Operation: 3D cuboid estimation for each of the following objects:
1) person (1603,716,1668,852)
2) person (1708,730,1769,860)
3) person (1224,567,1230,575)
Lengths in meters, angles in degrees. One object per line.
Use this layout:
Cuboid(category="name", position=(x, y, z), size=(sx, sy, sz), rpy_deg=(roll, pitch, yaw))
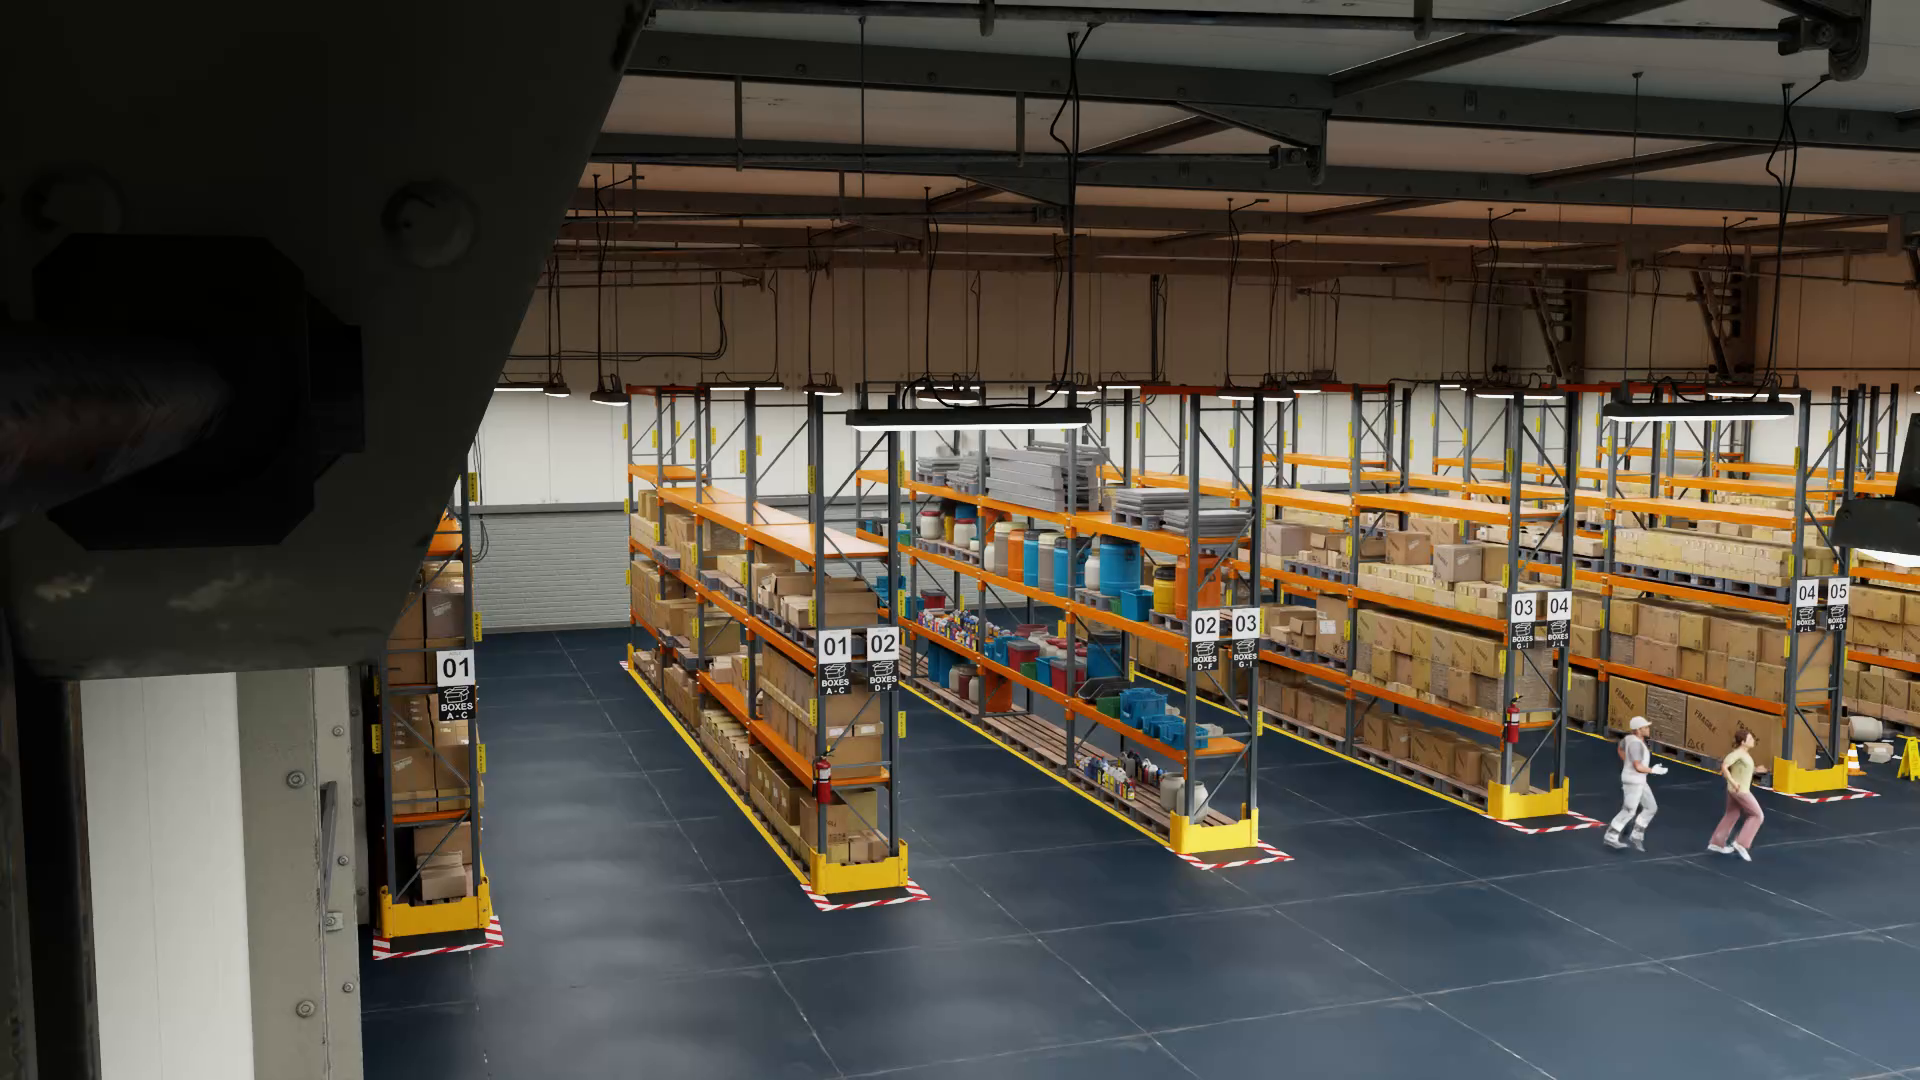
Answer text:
Cuboid(category="person", position=(8.858, 3.216, 21.778), size=(0.743, 1.846, 0.681), rpy_deg=(3, 7, 26))
Cuboid(category="person", position=(10.102, 3.291, 21.566), size=(0.688, 1.702, 0.548), rpy_deg=(2, 6, 18))
Cuboid(category="person", position=(6.526, 1.374, 40.806), size=(0.487, 1.525, 0.572), rpy_deg=(-4, 7, -34))
